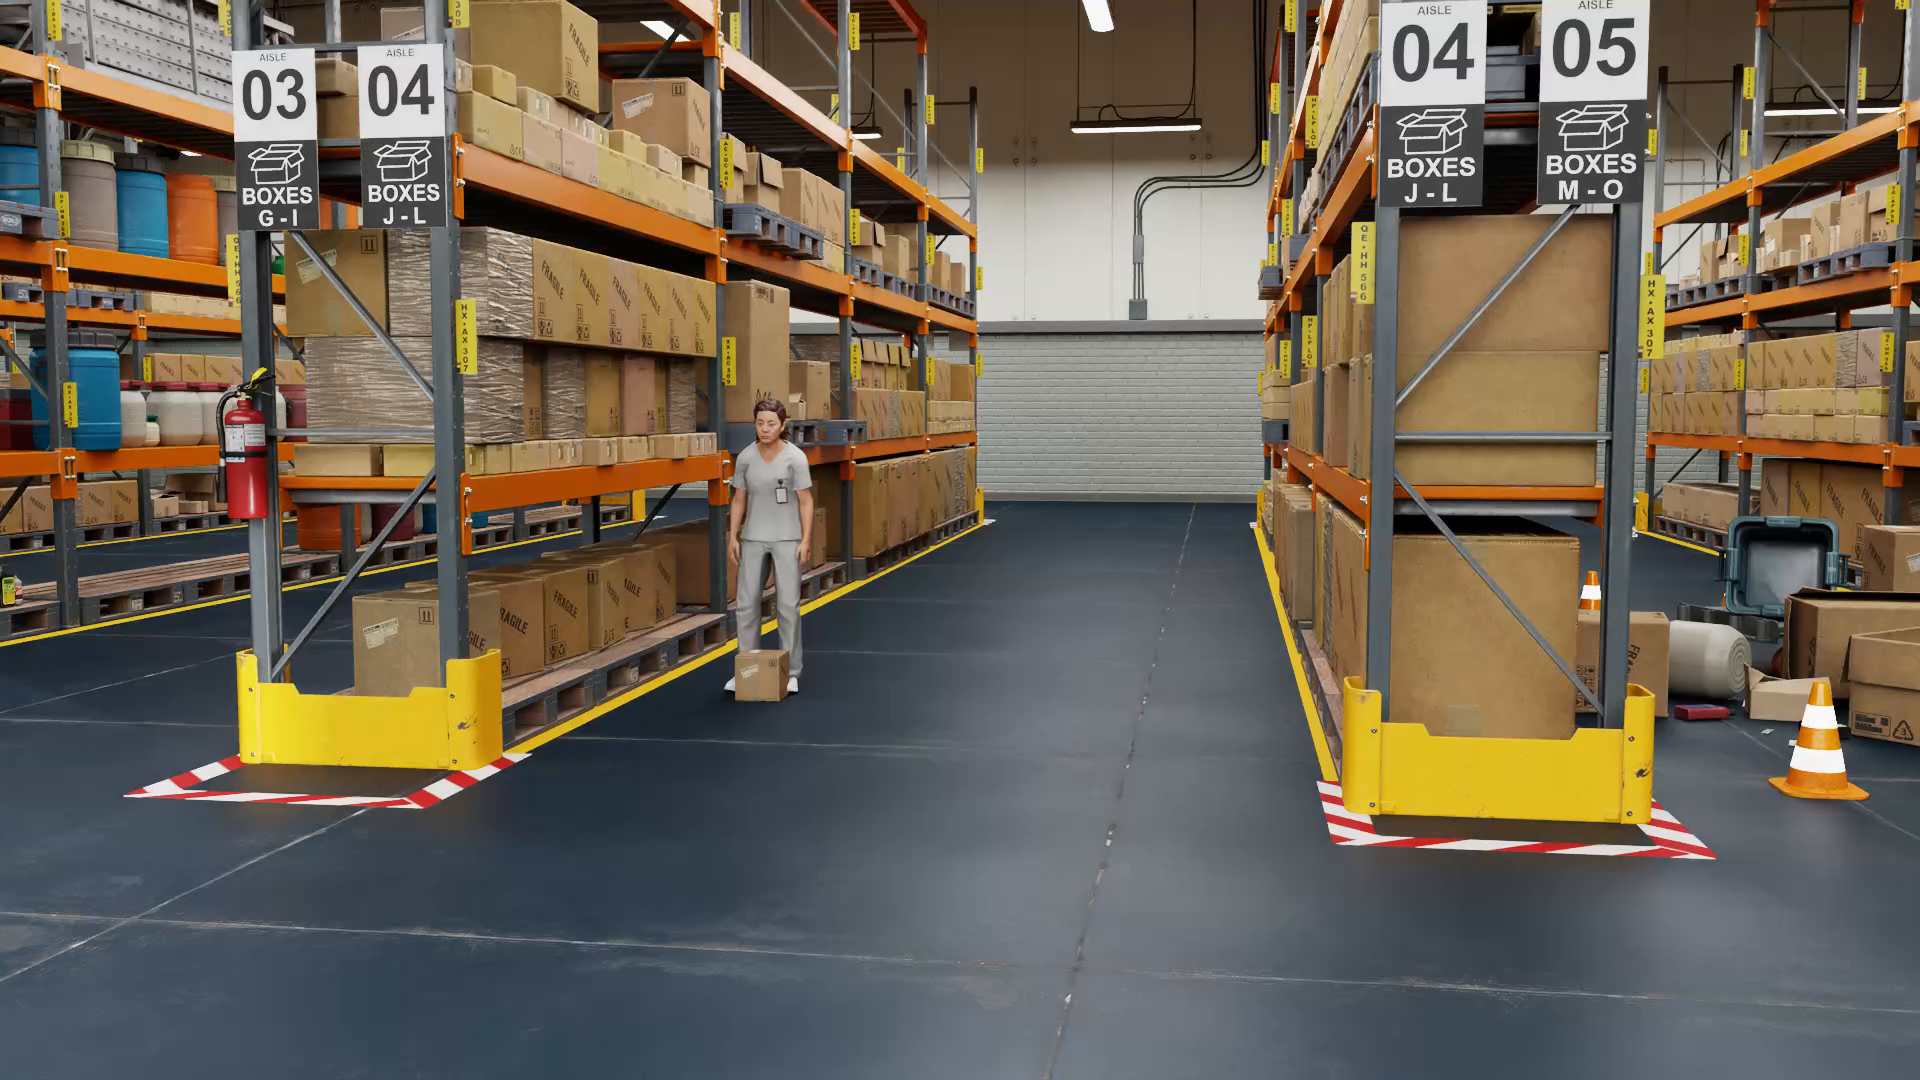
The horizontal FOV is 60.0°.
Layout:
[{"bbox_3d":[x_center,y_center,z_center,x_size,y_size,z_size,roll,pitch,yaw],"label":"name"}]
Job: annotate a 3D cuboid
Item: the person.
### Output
[{"bbox_3d":[-1.081,0.028,9.504,0.487,1.673,0.357,1,5,9],"label":"person"}]
